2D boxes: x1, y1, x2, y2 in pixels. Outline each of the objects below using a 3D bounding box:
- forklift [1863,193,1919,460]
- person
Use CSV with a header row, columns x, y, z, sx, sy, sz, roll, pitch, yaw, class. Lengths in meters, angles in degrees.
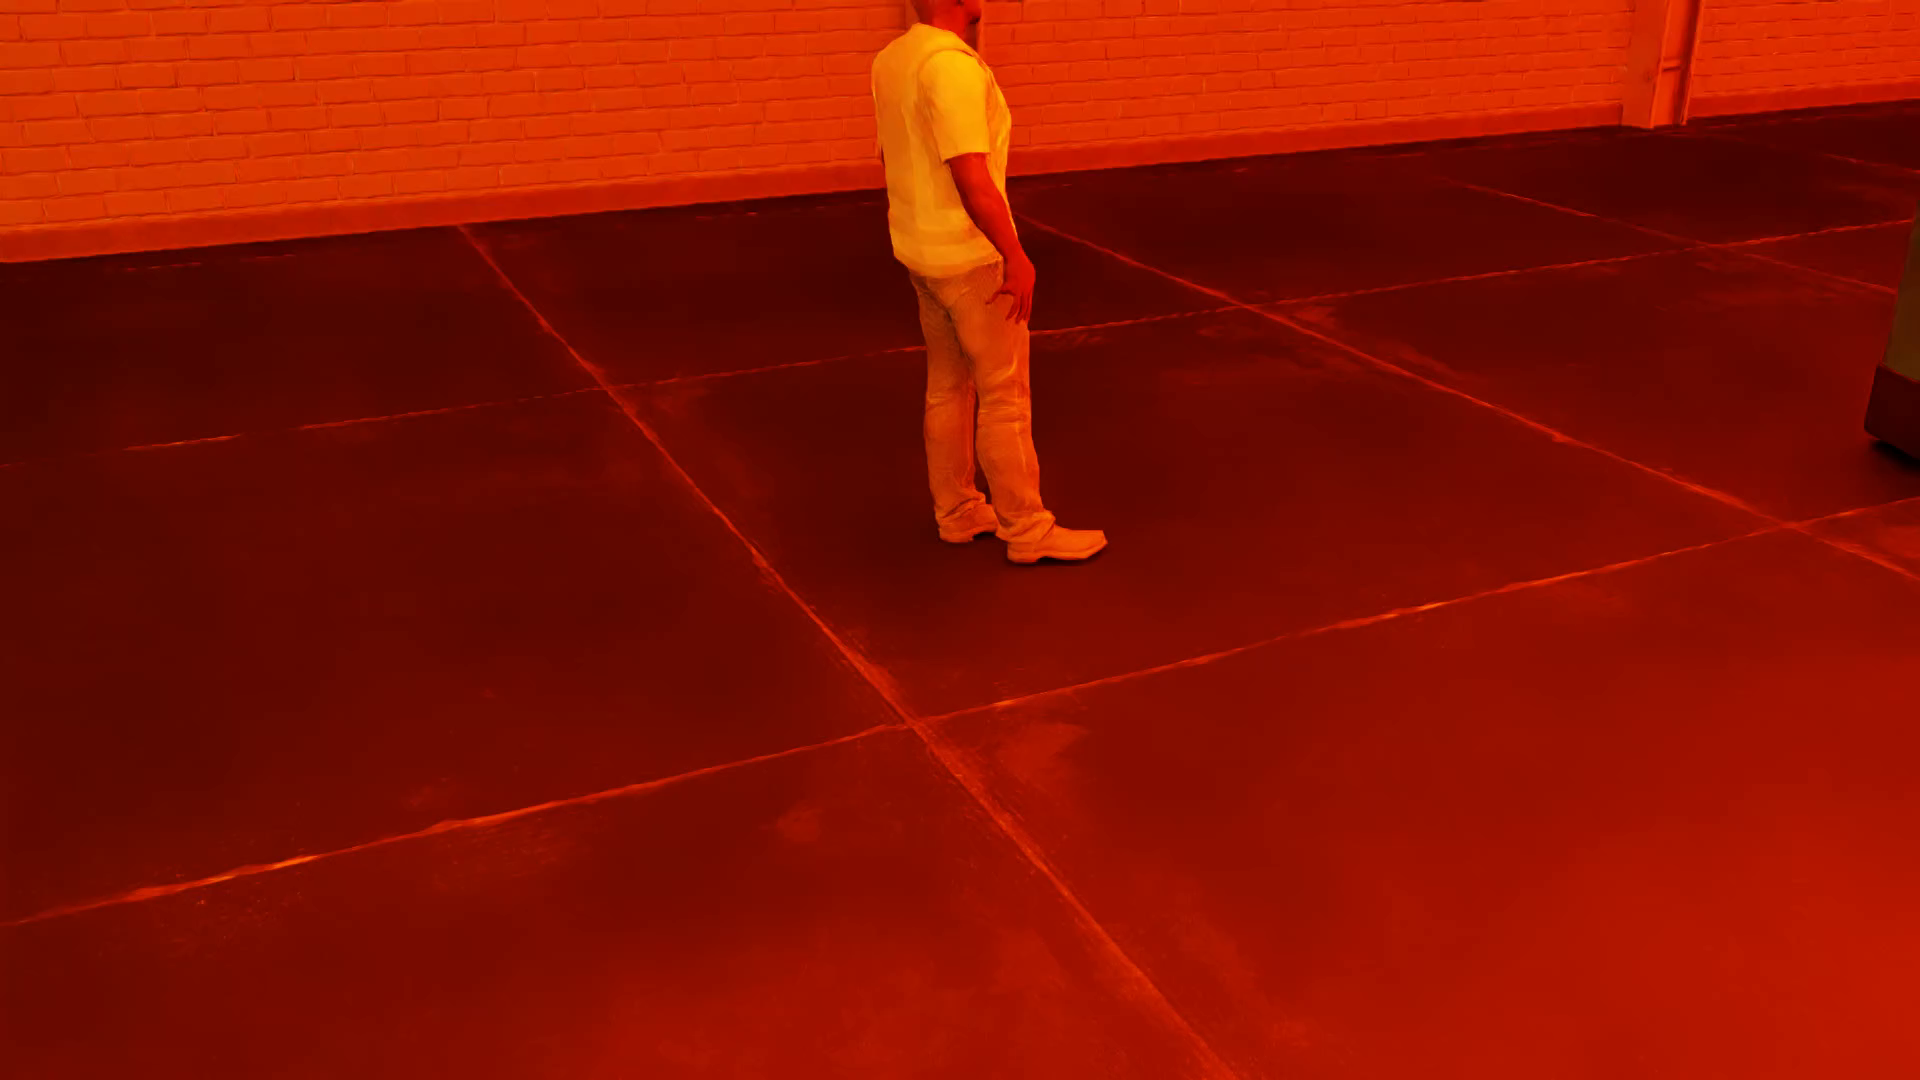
x,y,z,sx,sy,sz,roll,pitch,yaw,class
4.727,-1.556,5.031,3.031,2.935,1.130,-2,23,-5,forklift
0.065,-0.832,4.788,0.576,1.766,0.665,-10,25,-23,person
